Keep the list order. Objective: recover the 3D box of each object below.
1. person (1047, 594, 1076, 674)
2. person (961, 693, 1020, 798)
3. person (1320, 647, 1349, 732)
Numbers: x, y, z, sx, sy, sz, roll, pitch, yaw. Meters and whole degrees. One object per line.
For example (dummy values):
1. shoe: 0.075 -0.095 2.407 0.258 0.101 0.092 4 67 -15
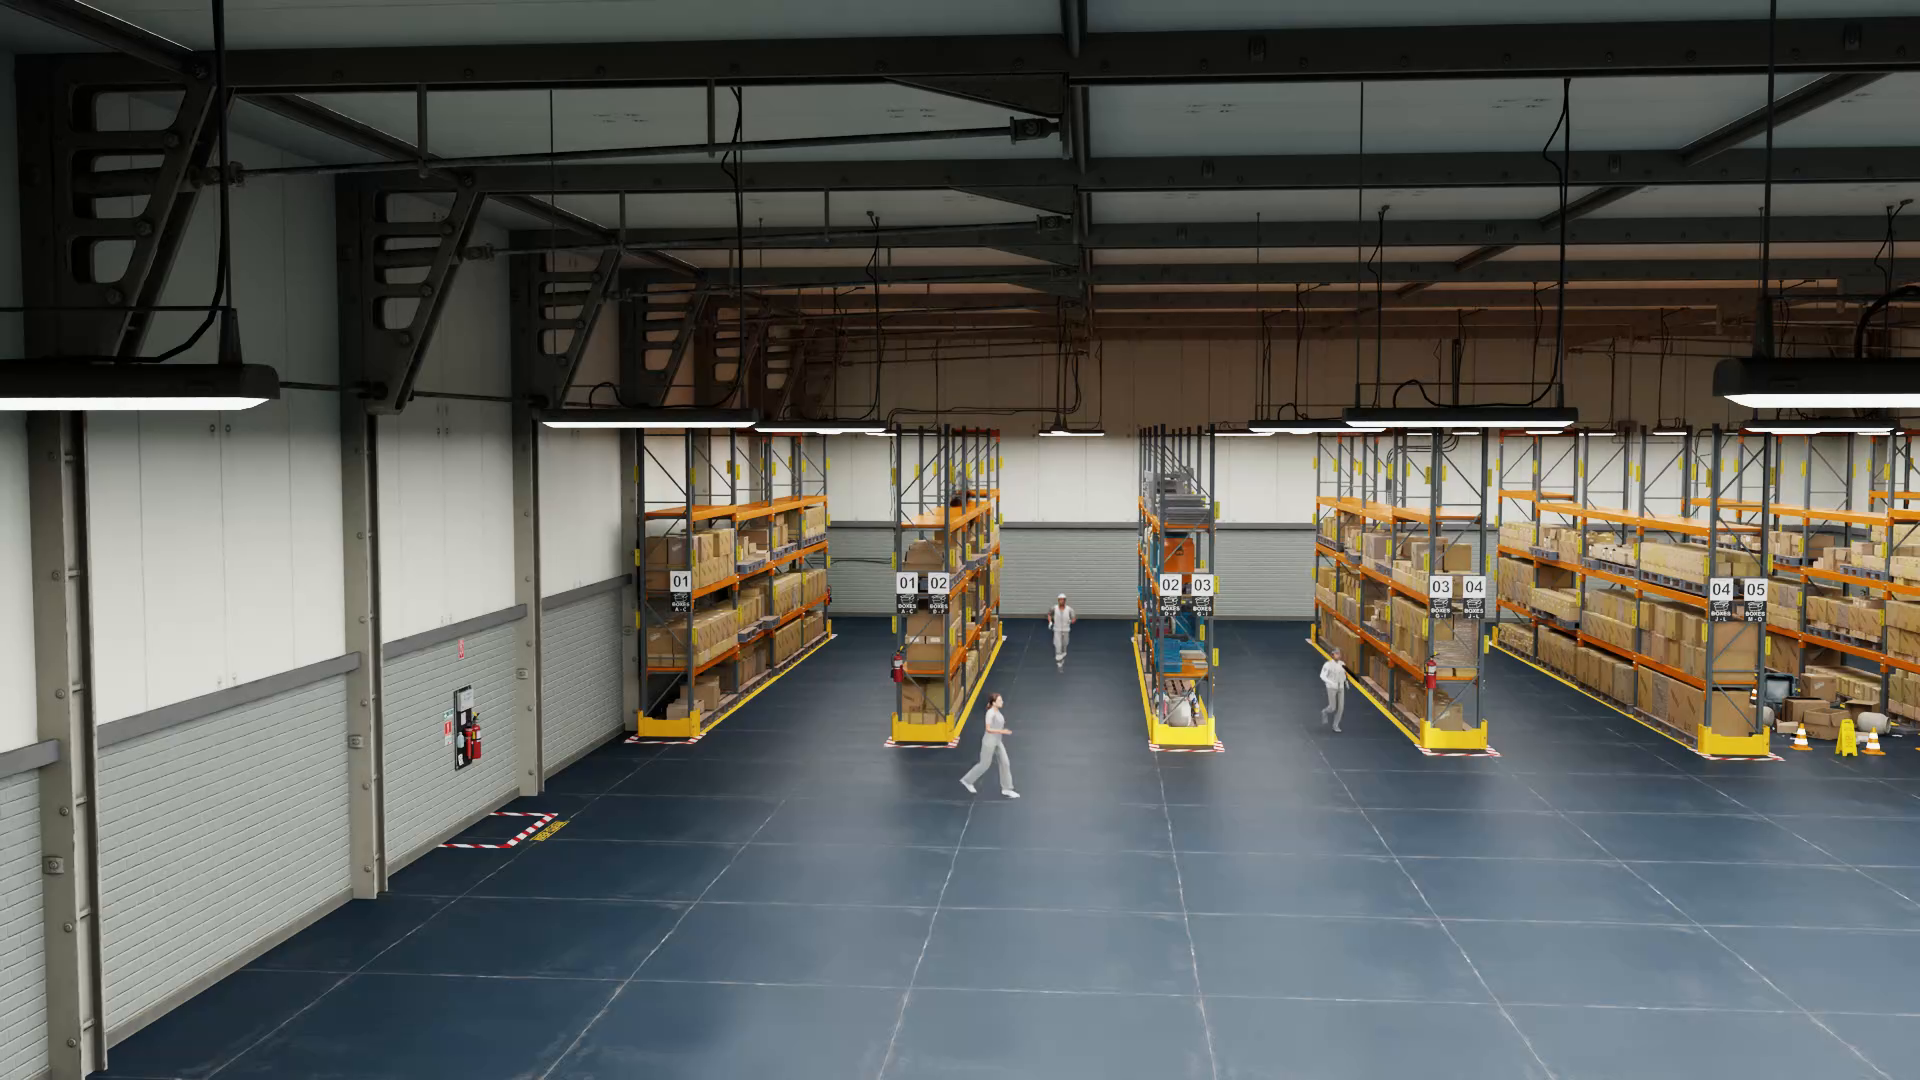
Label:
1. person: 2.370 2.165 38.682 0.651 1.823 0.910 0 3 -3
2. person: 0.499 3.270 26.520 0.928 1.649 0.539 2 4 24
3. person: 7.355 2.910 32.635 0.616 1.652 0.620 -1 4 -17
